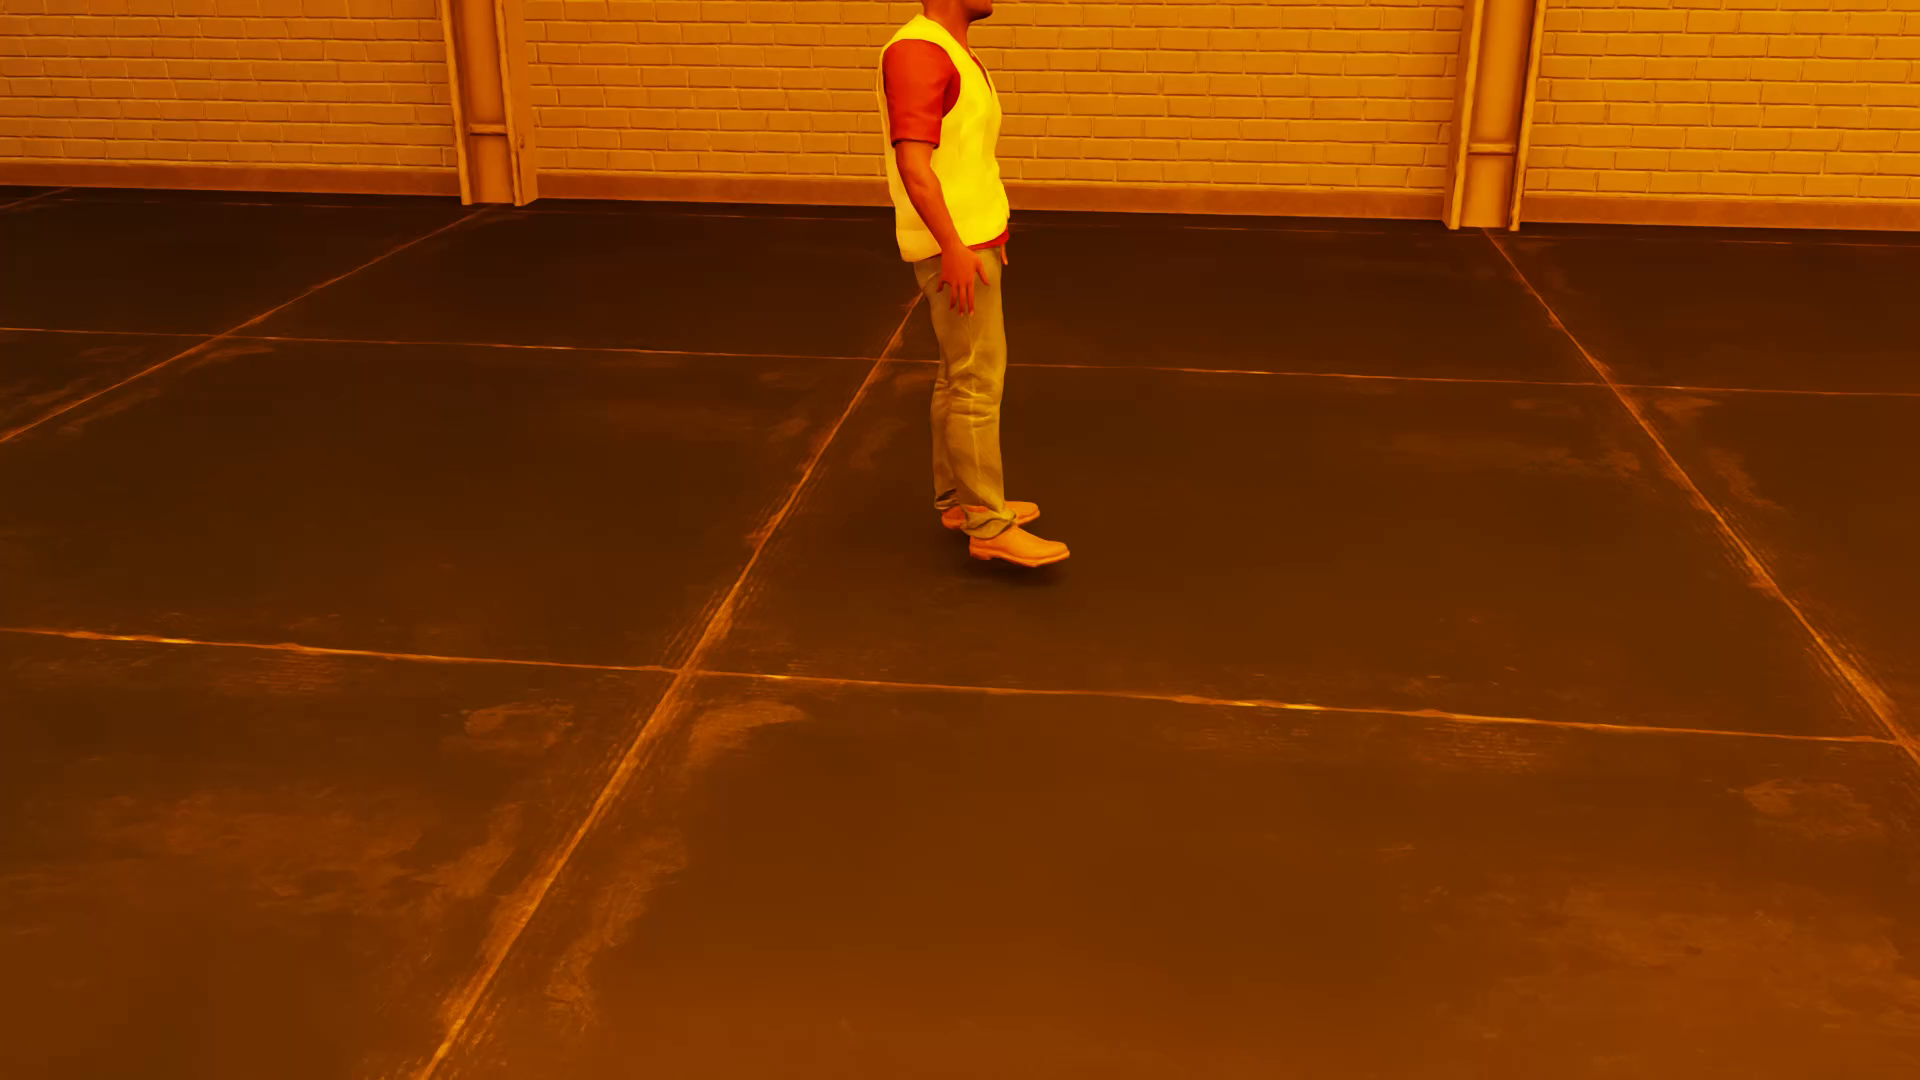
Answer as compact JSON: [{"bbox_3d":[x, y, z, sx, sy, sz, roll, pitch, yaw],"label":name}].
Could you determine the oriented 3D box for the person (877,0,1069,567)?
[{"bbox_3d":[0.068,-0.858,4.815,0.577,1.765,0.665,3,22,7],"label":"person"}]
